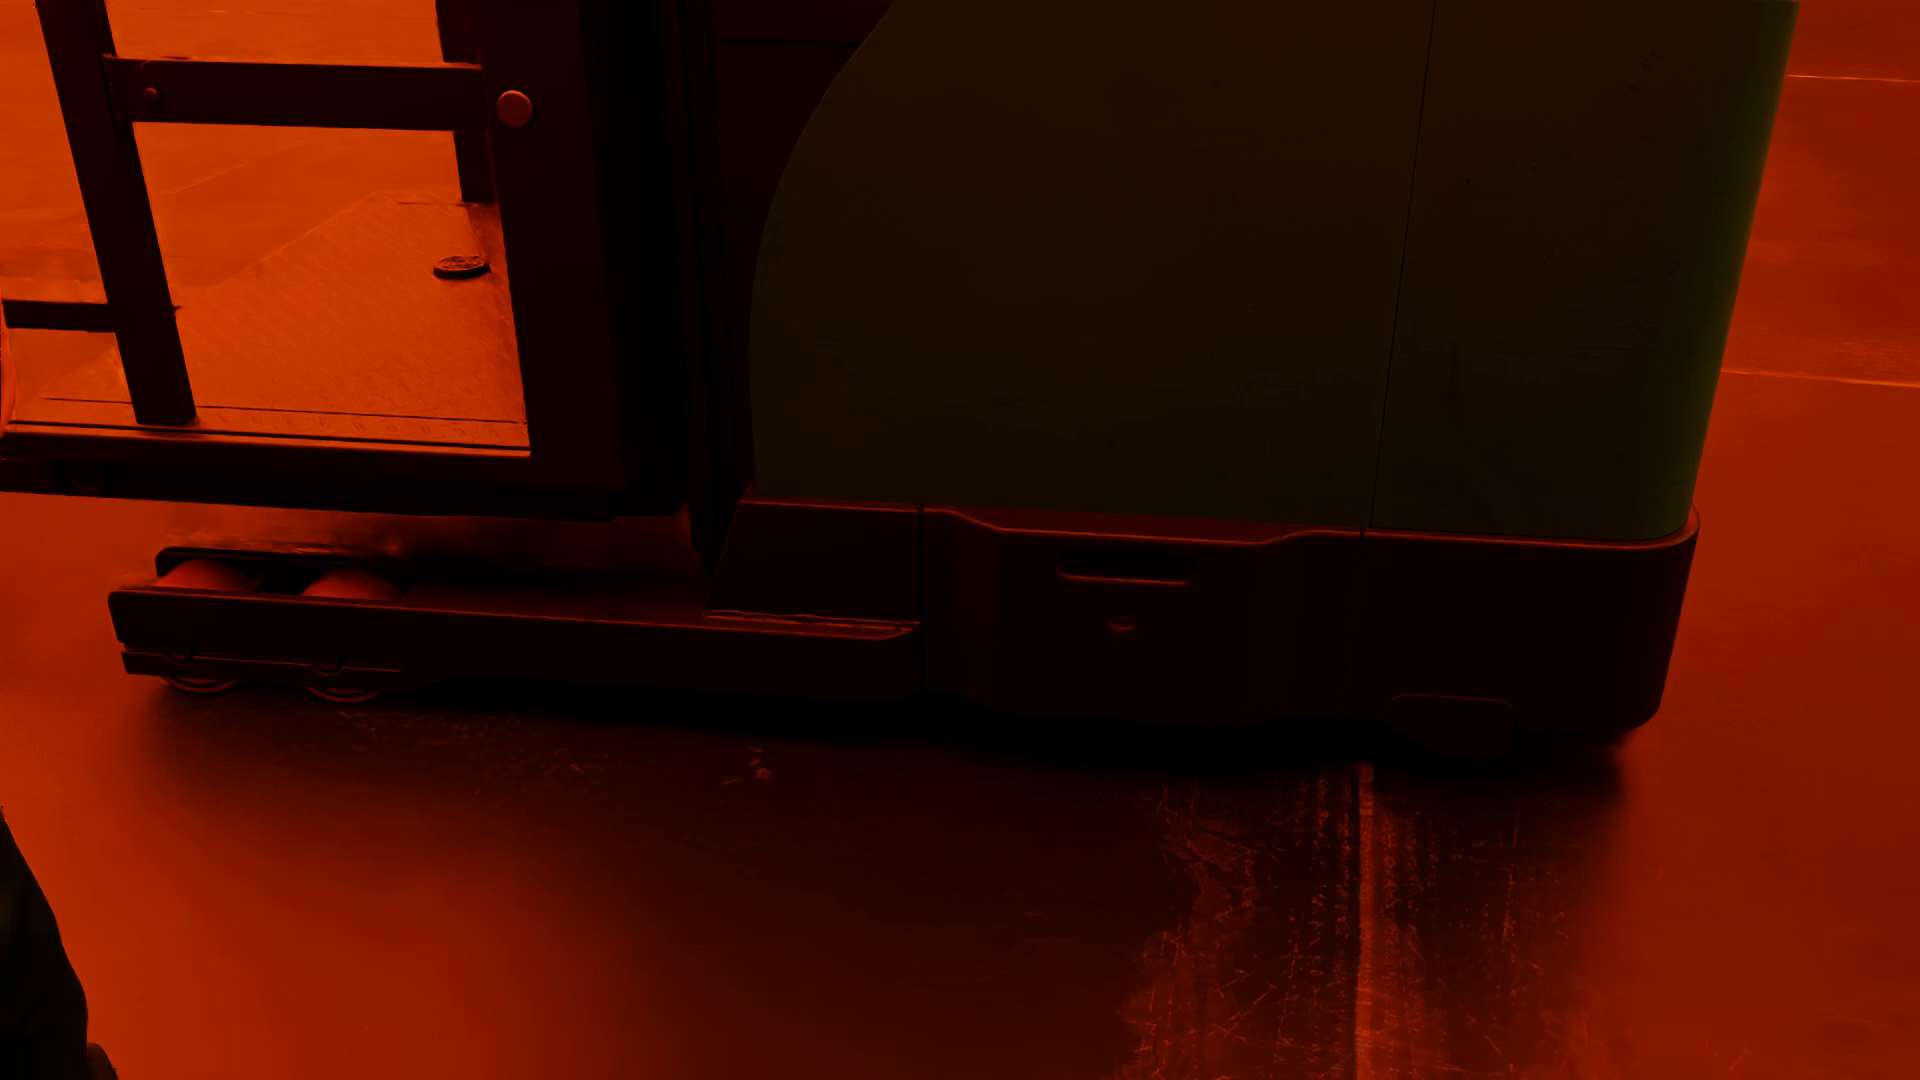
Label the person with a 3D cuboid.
[{"bbox_3d":[-0.788,-0.078,0.881,0.401,1.600,0.530,15,30,27],"label":"person"}]

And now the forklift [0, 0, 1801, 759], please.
[{"bbox_3d":[-0.620,-1.335,1.893,3.031,2.935,1.130,3,27,6],"label":"forklift"}]
